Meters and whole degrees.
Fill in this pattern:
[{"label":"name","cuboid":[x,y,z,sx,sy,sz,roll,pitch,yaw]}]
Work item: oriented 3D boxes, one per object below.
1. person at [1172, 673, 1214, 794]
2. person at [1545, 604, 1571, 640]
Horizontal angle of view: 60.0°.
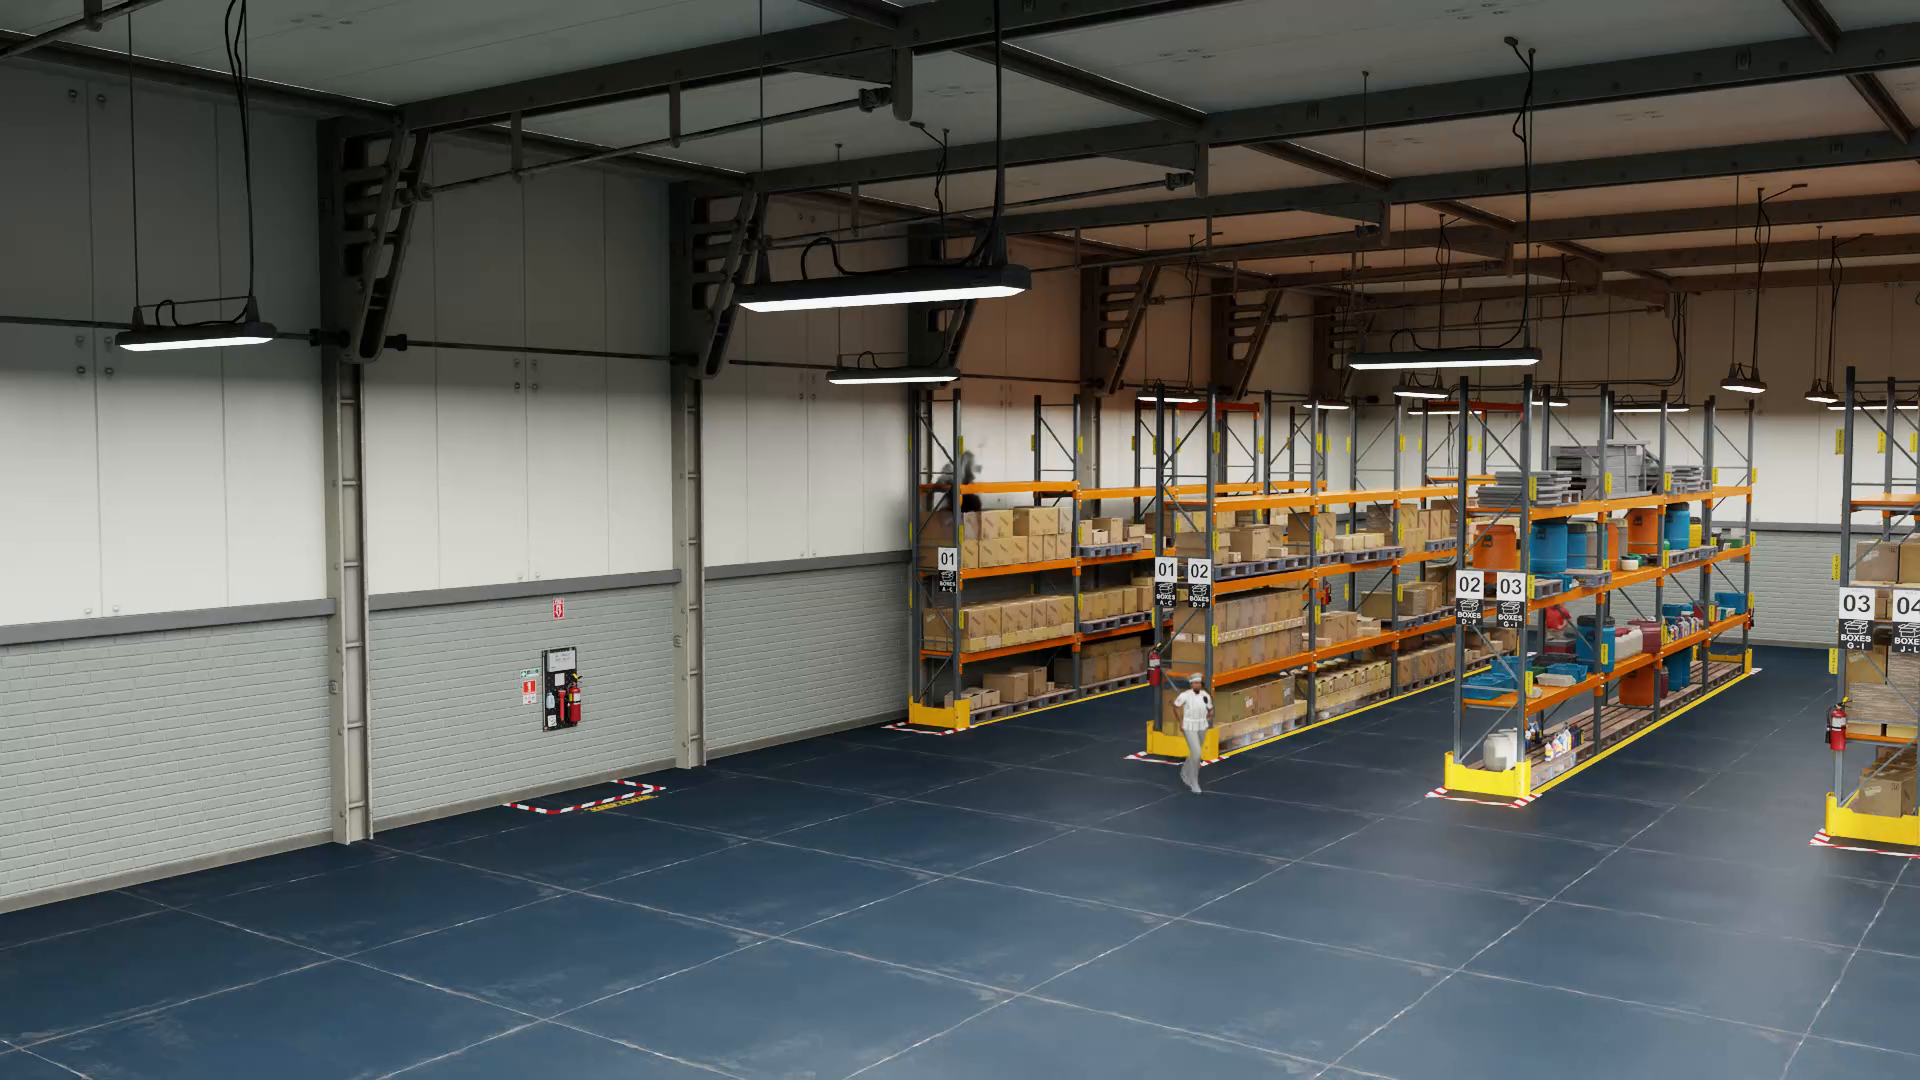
[{"label":"person","cuboid":[3.413,2.792,24.174,0.560,1.747,0.736,-1,4,-23]},{"label":"person","cuboid":[13.083,2.070,36.660,0.632,1.680,0.780,2,4,29]}]
